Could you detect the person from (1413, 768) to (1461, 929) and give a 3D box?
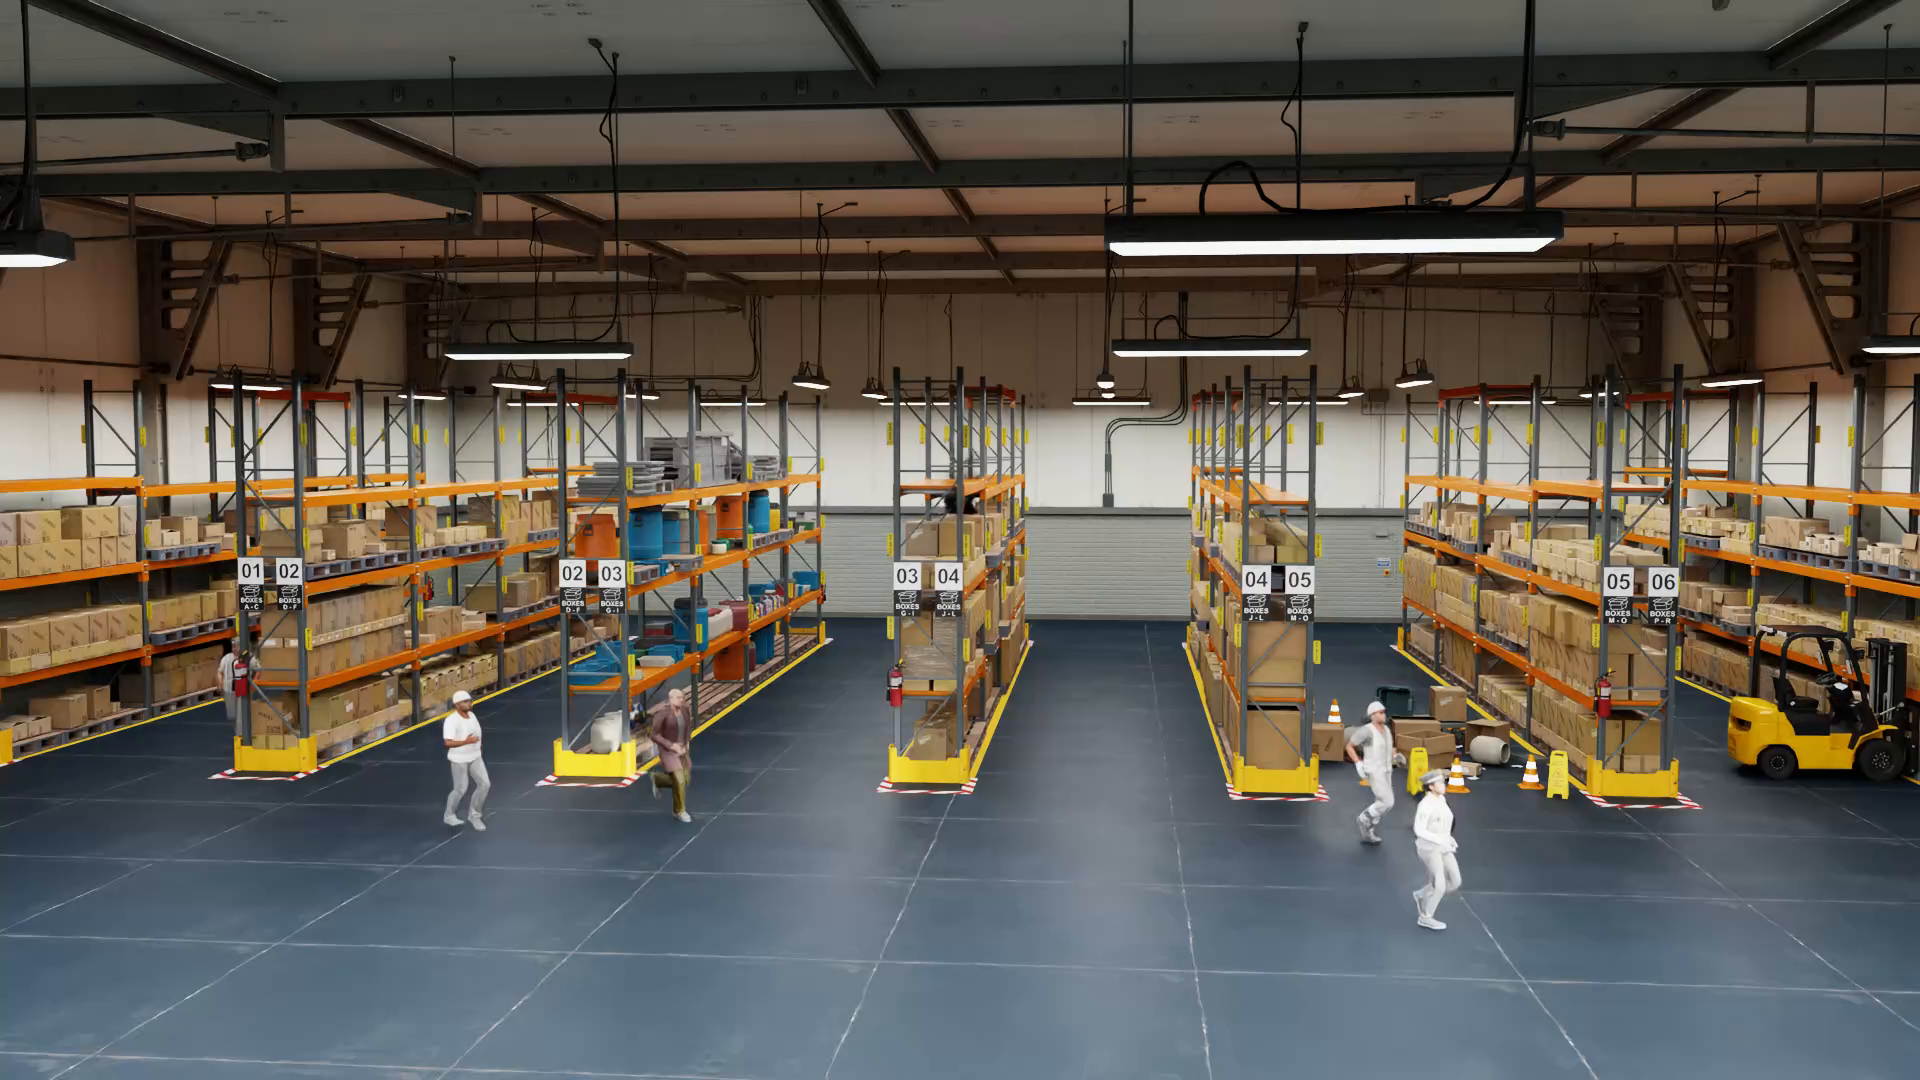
[{"bbox_3d":[4.826,3.125,16.866,0.539,1.651,0.592,3,5,40],"label":"person"}]

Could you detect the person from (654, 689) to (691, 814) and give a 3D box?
[{"bbox_3d":[-3.770,2.761,21.784,0.682,1.650,0.703,3,4,35],"label":"person"}]

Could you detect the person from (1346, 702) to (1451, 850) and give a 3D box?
[{"bbox_3d":[4.989,2.930,18.689,3.054,1.691,2.883,-3,5,-41],"label":"person"}]

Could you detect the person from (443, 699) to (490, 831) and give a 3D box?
[{"bbox_3d":[-6.262,2.874,21.108,0.706,1.690,0.673,2,4,29],"label":"person"}]

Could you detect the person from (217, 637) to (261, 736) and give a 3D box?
[{"bbox_3d":[-11.801,2.453,27.233,0.662,1.759,0.775,-1,4,-13],"label":"person"}]
